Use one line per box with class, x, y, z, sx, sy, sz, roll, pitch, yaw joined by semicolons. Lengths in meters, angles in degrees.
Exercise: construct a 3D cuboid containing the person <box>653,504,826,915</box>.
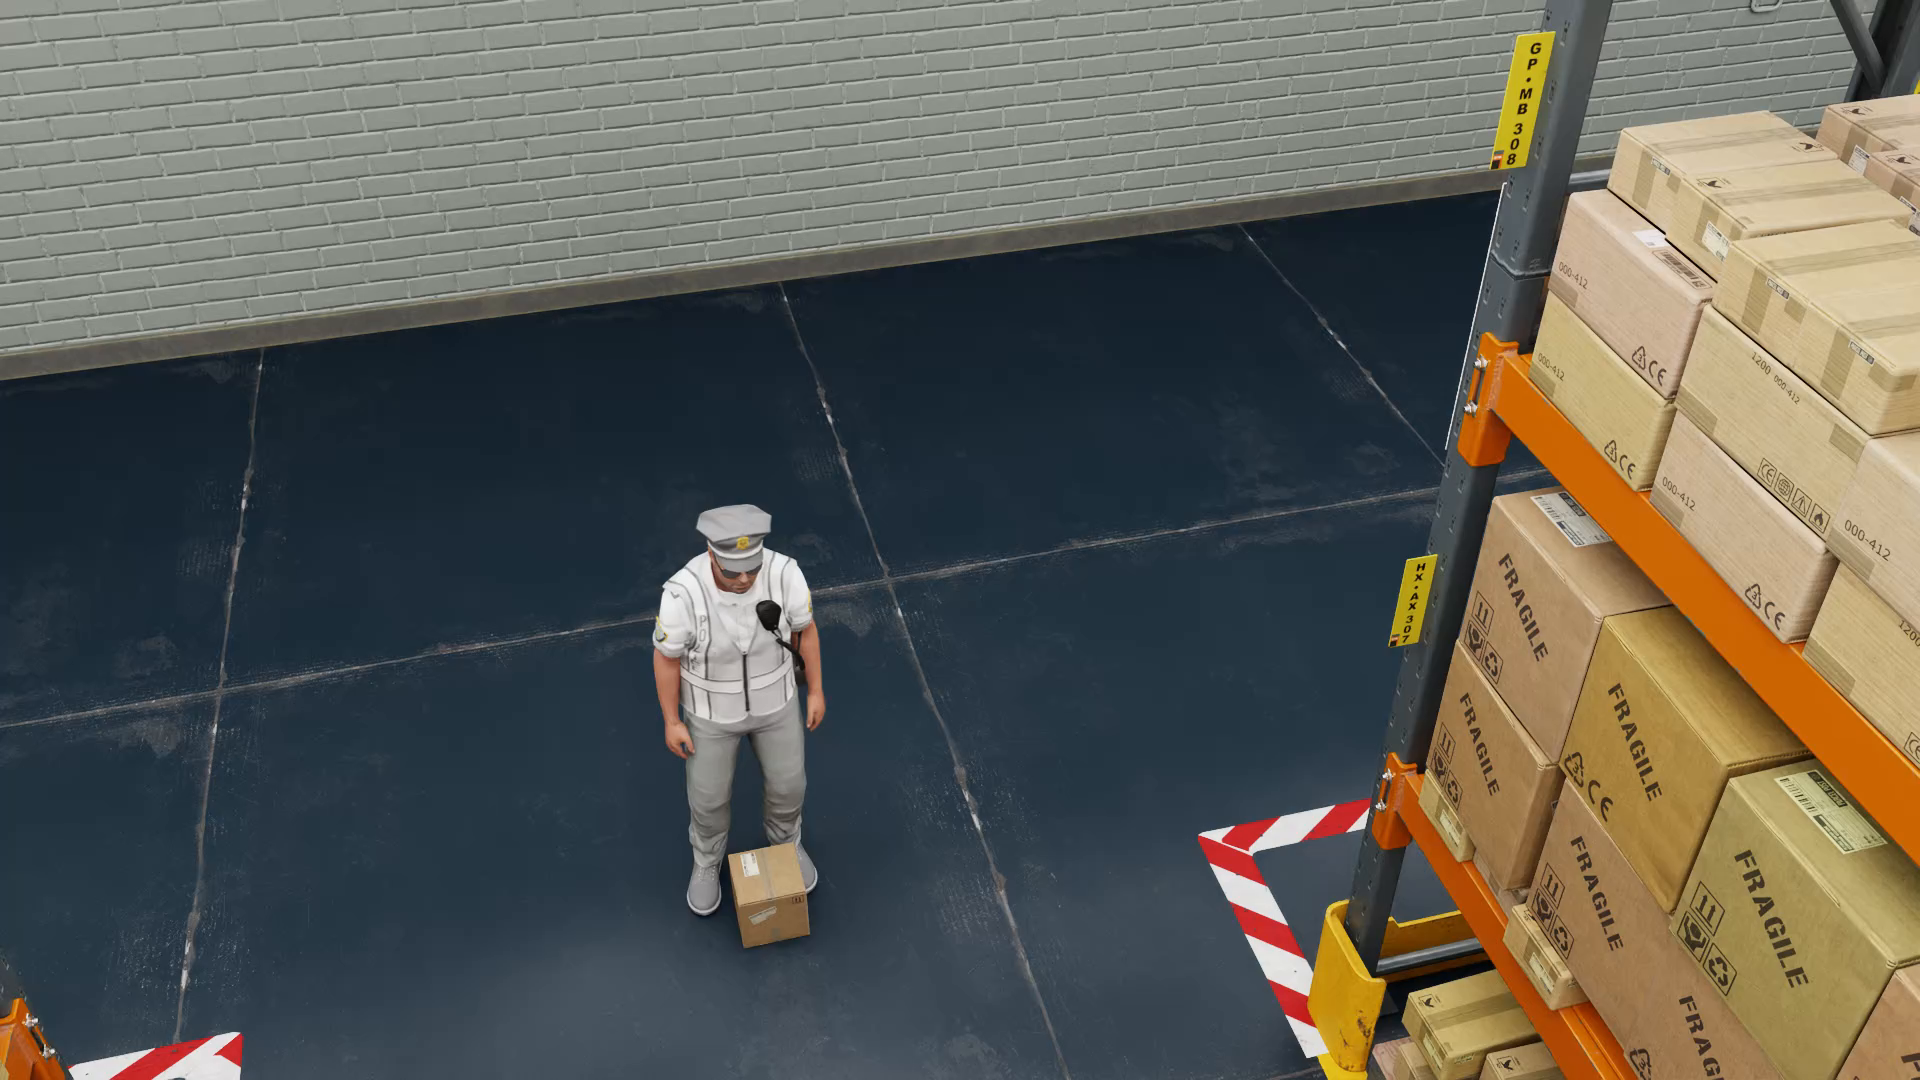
person;-0.785;0.575;5.968;0.606;1.751;0.439;-11;39;-14
